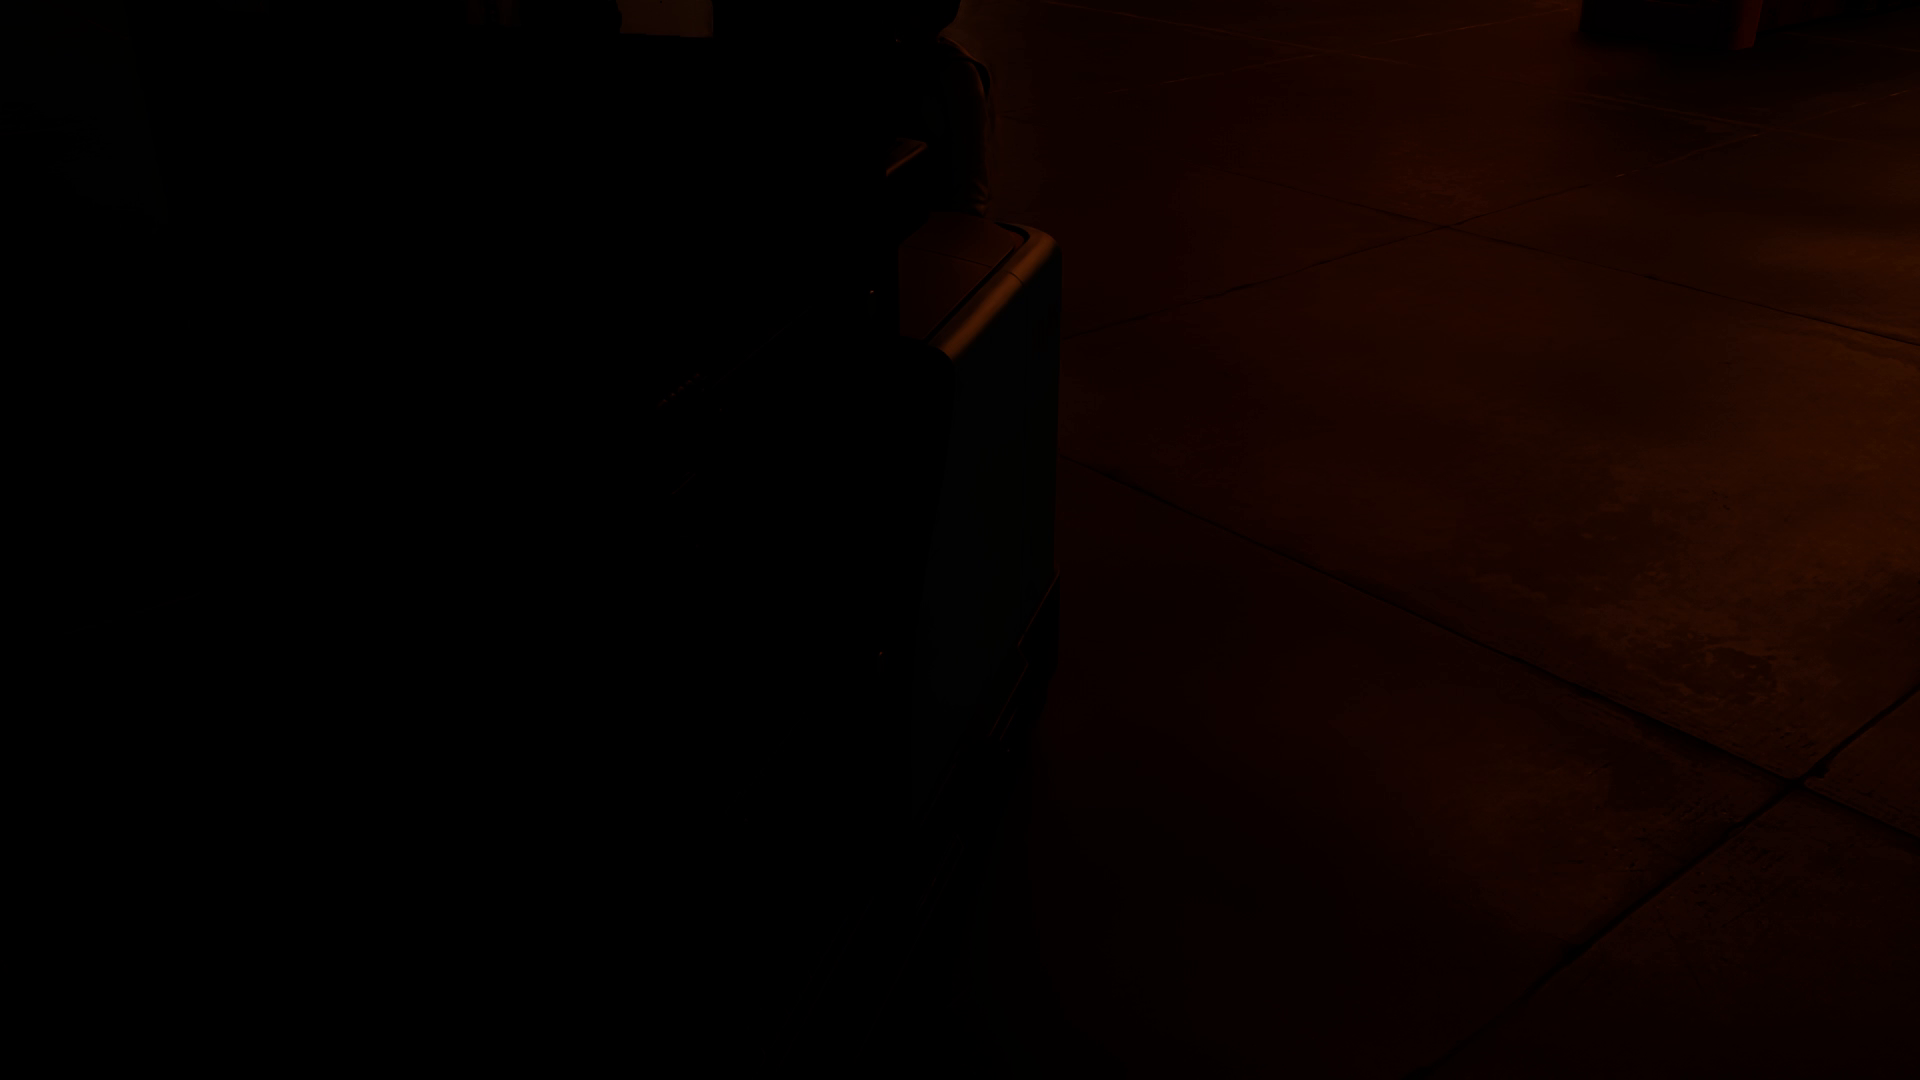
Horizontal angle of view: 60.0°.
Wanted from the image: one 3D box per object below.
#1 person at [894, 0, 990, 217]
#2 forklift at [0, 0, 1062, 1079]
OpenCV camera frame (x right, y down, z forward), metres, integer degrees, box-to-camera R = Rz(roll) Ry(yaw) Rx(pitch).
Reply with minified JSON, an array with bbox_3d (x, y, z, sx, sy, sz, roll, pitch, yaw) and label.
[{"bbox_3d":[-0.223,-0.641,4.045,0.558,1.553,0.565,-15,30,-27],"label":"person"},{"bbox_3d":[-0.705,-0.430,2.069,1.130,2.935,3.031,8,27,16],"label":"forklift"}]
